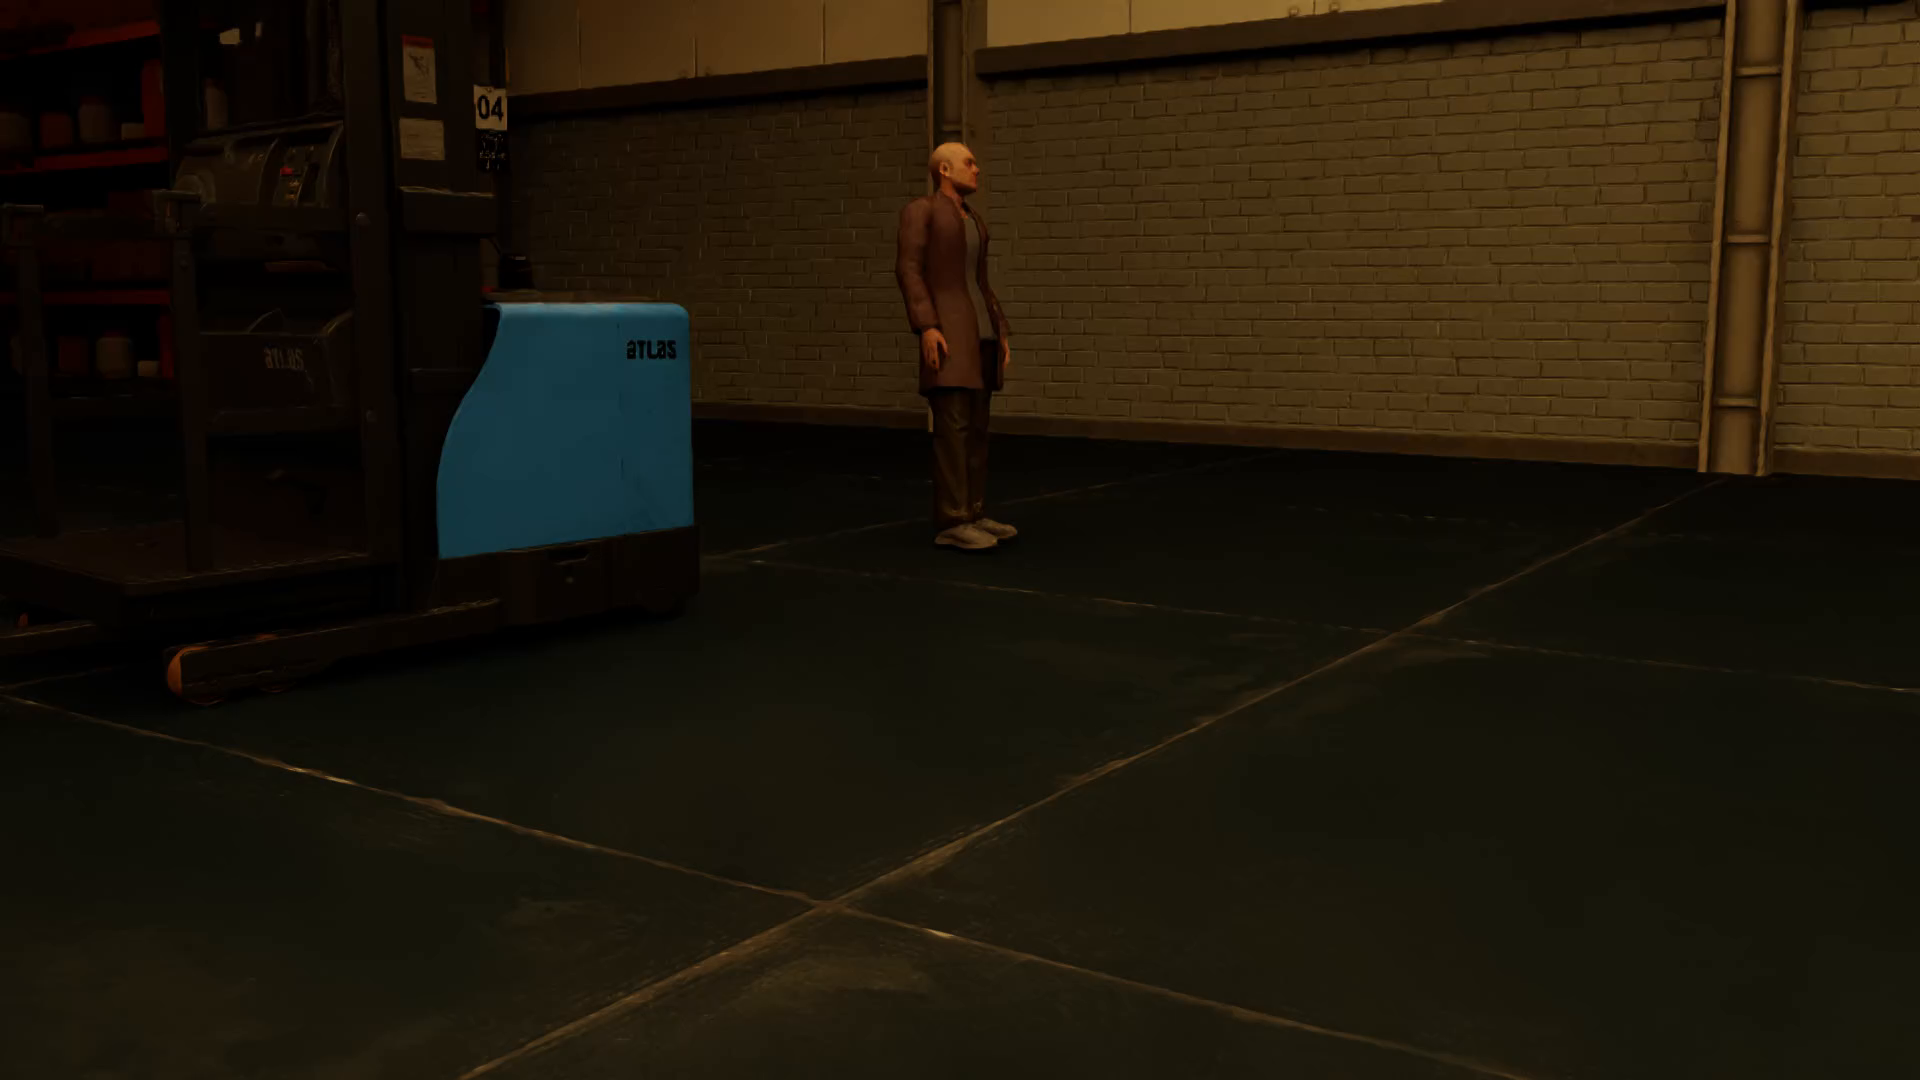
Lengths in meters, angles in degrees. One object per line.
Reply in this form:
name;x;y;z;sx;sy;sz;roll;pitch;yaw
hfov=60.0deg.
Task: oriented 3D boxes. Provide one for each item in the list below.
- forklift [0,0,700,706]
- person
forklift;-2.243;-1.084;4.818;1.130;2.935;3.031;7;11;40
person;0.073;-0.879;7.423;0.580;1.776;0.694;5;10;34
